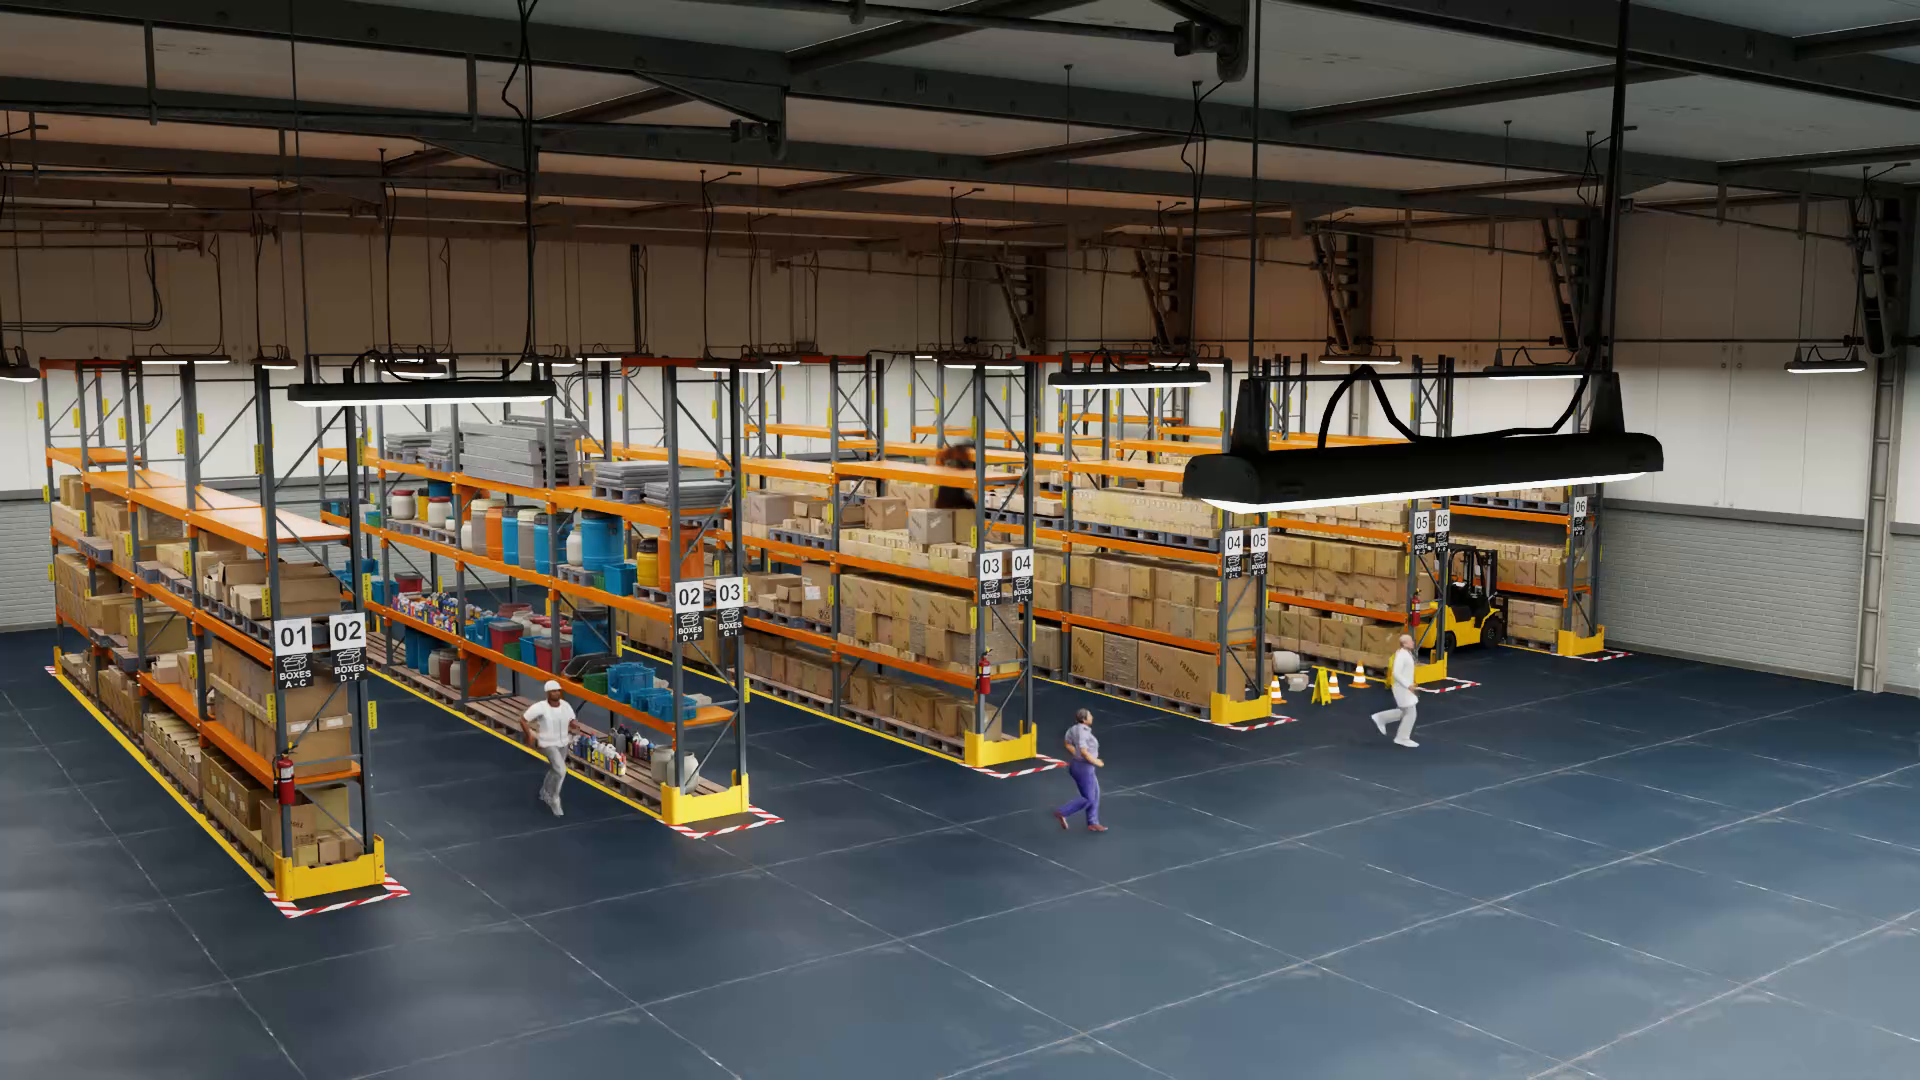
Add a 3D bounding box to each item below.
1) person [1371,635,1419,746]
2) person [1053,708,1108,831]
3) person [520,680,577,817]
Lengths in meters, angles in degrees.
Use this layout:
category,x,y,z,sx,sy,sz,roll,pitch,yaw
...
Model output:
category,x,y,z,sx,sy,sz,roll,pitch,yaw
person,6.841,2.348,26.086,0.738,1.776,0.717,2,7,18
person,1.540,2.971,21.410,0.773,1.627,0.622,-2,7,-14
person,-5.444,2.785,22.329,0.751,1.823,0.669,5,8,35
